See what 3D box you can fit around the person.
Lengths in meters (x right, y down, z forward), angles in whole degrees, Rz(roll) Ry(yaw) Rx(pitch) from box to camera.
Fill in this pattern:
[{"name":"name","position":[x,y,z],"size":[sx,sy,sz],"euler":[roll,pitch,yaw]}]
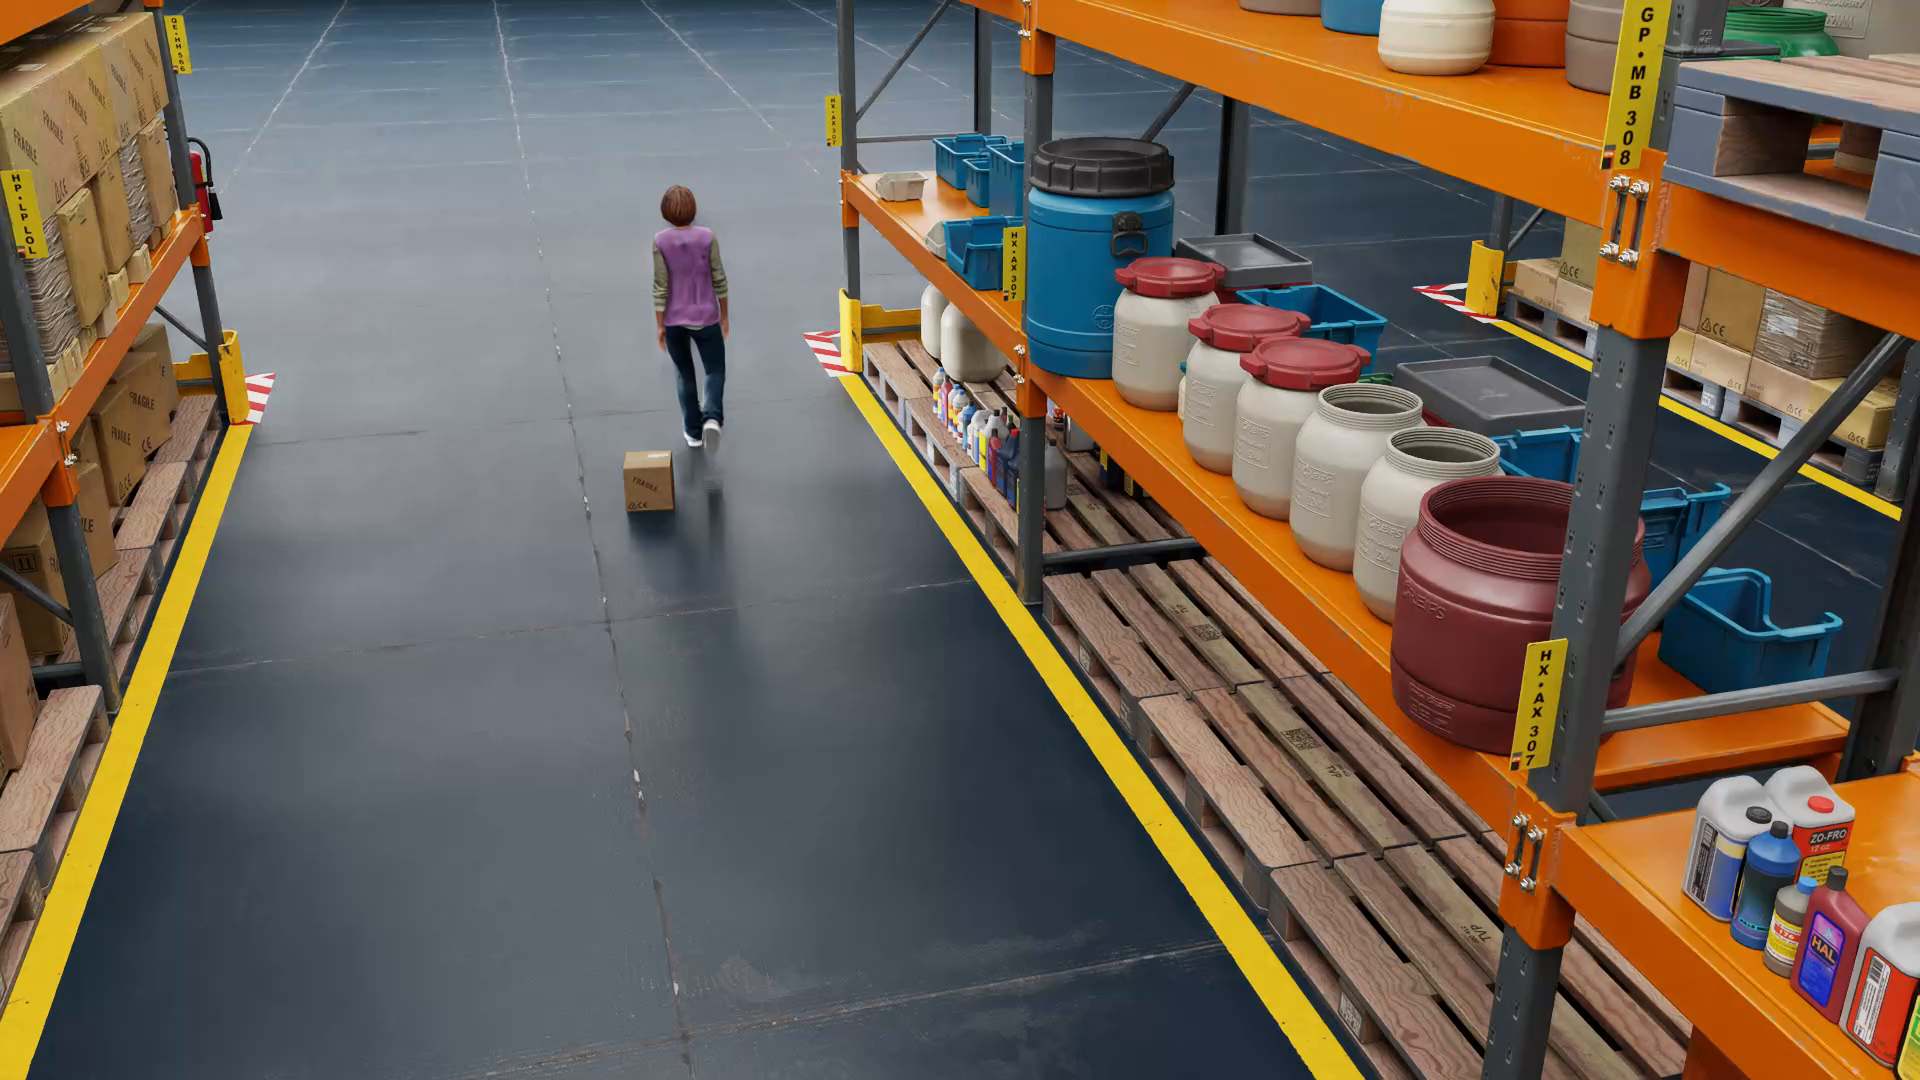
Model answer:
[{"name":"person","position":[-1.518,-1.229,9.434],"size":[0.418,1.564,0.738],"euler":[-2,23,-5]}]
